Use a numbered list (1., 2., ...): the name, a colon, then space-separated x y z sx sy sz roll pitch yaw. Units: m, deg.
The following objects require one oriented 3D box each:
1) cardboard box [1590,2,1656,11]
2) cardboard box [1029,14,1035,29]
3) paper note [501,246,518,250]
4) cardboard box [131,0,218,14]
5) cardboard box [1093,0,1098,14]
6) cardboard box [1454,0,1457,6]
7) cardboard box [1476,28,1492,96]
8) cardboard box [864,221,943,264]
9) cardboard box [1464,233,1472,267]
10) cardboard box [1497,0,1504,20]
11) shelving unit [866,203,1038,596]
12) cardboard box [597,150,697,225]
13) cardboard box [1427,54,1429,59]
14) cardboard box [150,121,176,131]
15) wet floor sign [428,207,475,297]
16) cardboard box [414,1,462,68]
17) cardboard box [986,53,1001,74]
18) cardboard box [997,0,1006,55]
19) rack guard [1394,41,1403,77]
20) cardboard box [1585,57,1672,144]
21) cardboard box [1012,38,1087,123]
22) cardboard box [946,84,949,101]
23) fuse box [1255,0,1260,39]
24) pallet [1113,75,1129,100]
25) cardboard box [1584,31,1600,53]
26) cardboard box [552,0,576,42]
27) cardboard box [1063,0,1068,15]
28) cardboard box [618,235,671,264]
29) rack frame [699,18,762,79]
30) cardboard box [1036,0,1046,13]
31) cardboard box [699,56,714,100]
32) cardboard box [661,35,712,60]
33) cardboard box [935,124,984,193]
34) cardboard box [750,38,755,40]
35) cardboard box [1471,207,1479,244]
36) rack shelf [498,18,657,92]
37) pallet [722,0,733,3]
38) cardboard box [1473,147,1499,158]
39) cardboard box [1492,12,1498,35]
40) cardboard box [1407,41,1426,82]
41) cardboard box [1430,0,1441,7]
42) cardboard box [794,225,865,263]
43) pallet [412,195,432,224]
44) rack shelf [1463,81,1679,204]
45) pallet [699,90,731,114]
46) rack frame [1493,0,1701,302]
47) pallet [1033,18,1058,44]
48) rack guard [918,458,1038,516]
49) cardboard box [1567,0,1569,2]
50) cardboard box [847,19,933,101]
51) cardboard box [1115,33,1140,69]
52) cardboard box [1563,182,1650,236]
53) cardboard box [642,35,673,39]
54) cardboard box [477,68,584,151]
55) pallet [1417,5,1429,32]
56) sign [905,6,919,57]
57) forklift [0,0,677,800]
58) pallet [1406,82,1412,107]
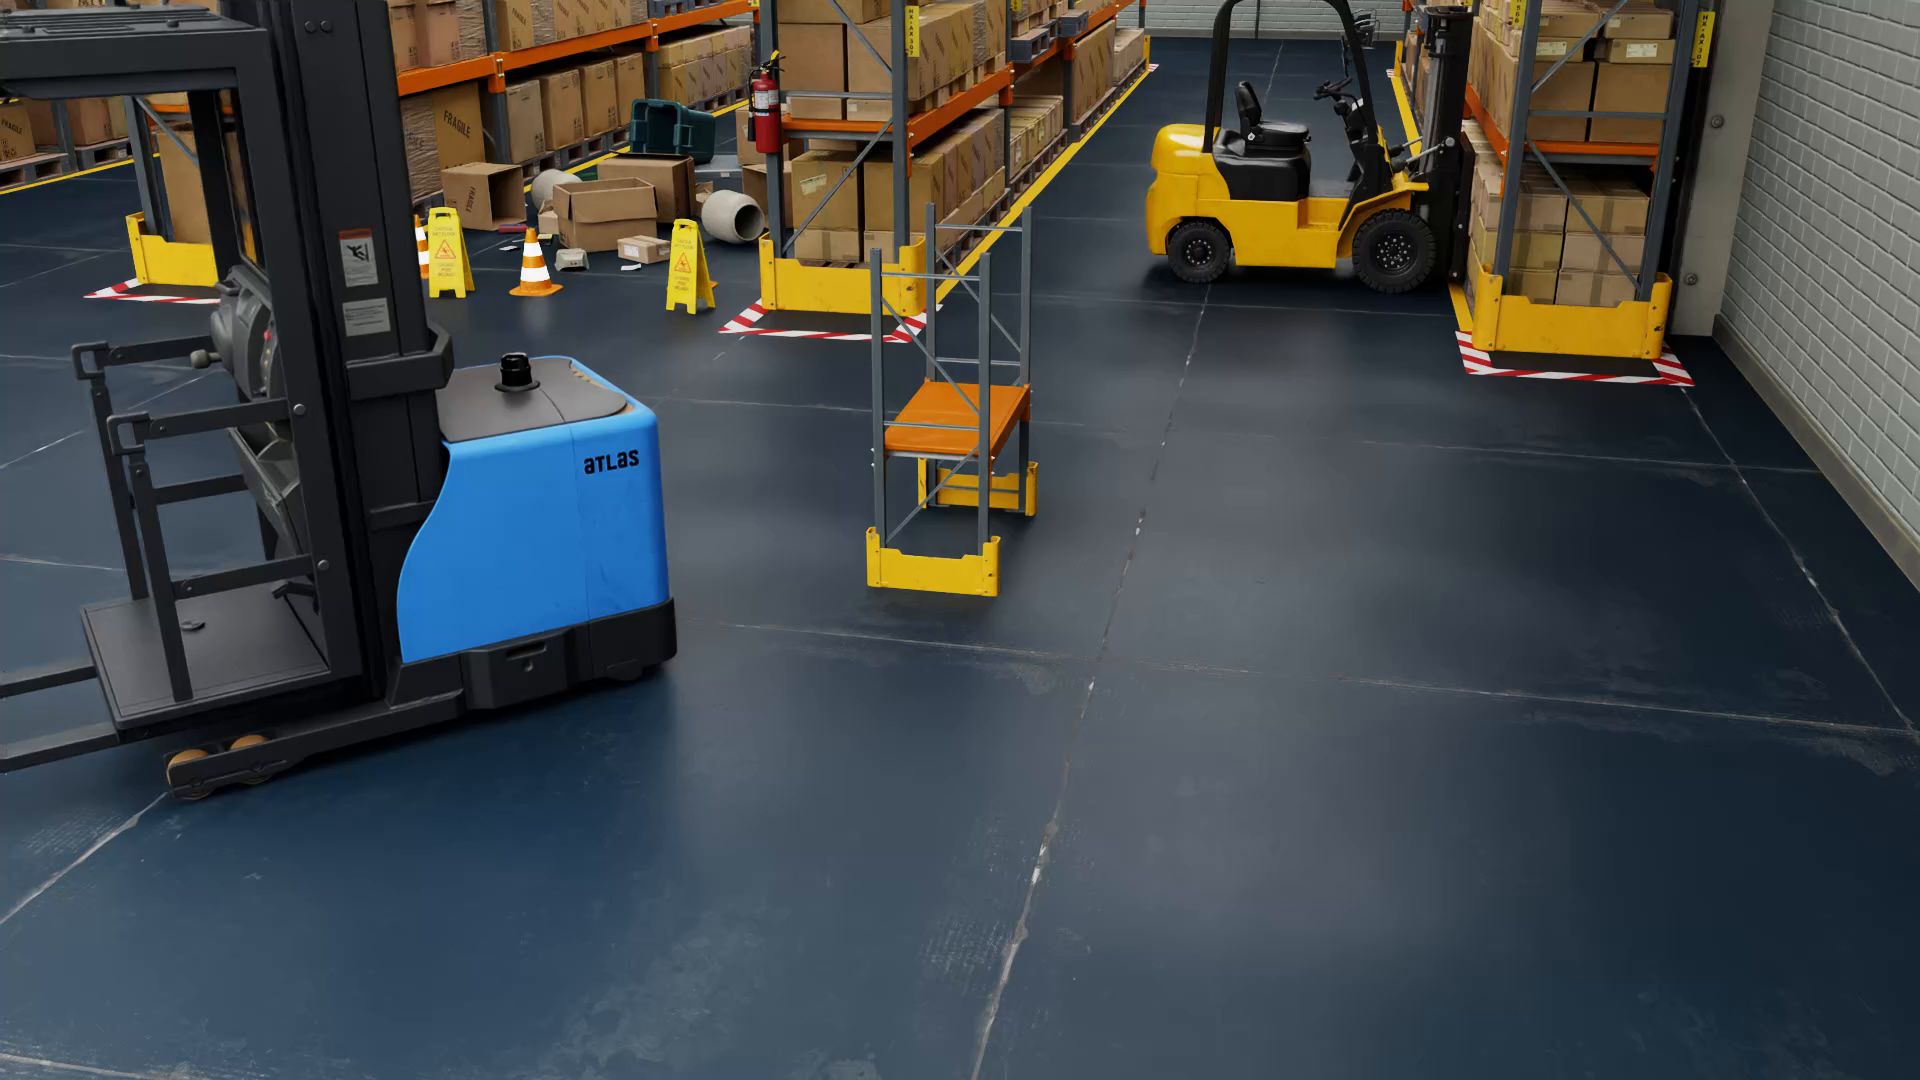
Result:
1. cardboard box: 4.475 -3.545 11.240 0.380 0.149 0.250 5 22 11
2. cardboard box: 0.520 -5.060 16.177 0.380 0.149 0.250 5 22 12
3. paper note: -3.748 -2.441 13.877 0.144 0.017 0.142 13 25 29
4. cardboard box: -5.607 -4.094 12.357 0.875 0.550 0.550 4 22 11
5. cardboard box: 1.421 -6.627 20.495 0.500 0.250 0.500 4 22 11
6. cardboard box: 5.001 -5.056 15.923 0.500 0.250 0.500 5 22 12
7. cardboard box: 4.283 -3.663 12.800 0.500 0.500 0.500 4 22 10
8. cardboard box: -0.419 -2.243 12.527 0.500 0.250 0.500 4 22 10
9. cardboard box: 4.014 -2.152 12.300 0.500 0.250 0.500 5 22 11
10. cardboard box: 4.034 -3.780 11.823 0.380 0.149 0.250 5 22 12
11. shelving unit: -0.016 -0.668 7.504 0.587 1.500 1.083 4 22 11
12. cardboard box: -2.792 -3.133 14.778 0.797 0.637 0.503 4 22 11
13. cardboard box: 6.140 -6.180 21.098 0.380 0.149 0.250 4 22 9
14. cardboard box: -9.364 -4.914 18.796 0.700 0.500 0.500 3 22 6
15. wet floor sign: -3.789 -2.137 12.296 0.267 0.644 0.232 1 22 2
16. cardboard box: -5.059 -4.584 15.020 0.875 0.550 0.550 4 22 11
17. cardboard box: 0.150 -4.164 14.514 0.380 0.149 0.250 5 22 12
18. cardboard box: 0.114 -4.516 14.519 0.500 0.500 0.500 4 22 10
19. rack guard: 7.255 -7.337 25.403 1.175 0.500 0.348 4 22 11
20. cardboard box: 4.378 -2.879 10.854 0.500 0.500 0.500 5 23 13
21. cardboard box: 1.000 -5.431 19.606 0.875 0.875 0.875 4 22 10
22. cardboard box: -0.295 -3.413 12.648 0.380 0.149 0.250 5 22 12
23. fuse box: 5.565 -10.154 30.776 0.539 1.711 0.414 4 22 11
24. pallet: 1.826 -6.417 23.505 1.003 0.211 1.213 4 22 11
25. cardboard box: 4.375 -3.312 11.060 0.380 0.149 0.250 4 22 10
26. cardboard box: -4.327 -5.439 17.209 0.500 0.500 0.500 4 22 11
27. cardboard box: 0.950 -5.717 17.808 0.380 0.149 0.250 4 22 10
28. cardboard box: -2.565 -2.361 13.516 0.380 0.149 0.250 18 28 38
29. rack frame: -3.273 -7.779 23.154 1.000 3.000 0.127 4 22 11
30. cardboard box: 0.554 -5.405 16.164 0.500 0.500 0.500 4 22 11
31. cardboard box: -3.495 -5.963 21.428 0.500 0.500 0.500 4 22 10
32. cardboard box: -3.494 -6.299 21.258 0.500 0.250 0.500 5 22 11
33. cardboard box: -0.101 -3.170 13.825 0.500 0.500 0.500 6 23 14
34. cardboard box: -2.882 -7.230 24.248 0.380 0.149 0.250 4 22 10
35. cardboard box: 3.912 -2.209 11.772 0.500 0.250 0.500 4 22 10
36. rack shelf: -4.497 -5.251 17.840 1.077 0.370 4.000 4 22 11
37. pallet: -3.571 -7.422 22.523 1.003 0.211 1.213 4 22 11
38. cardboard box: 4.096 -2.806 12.585 0.500 0.250 0.500 4 22 10
39. cardboard box: 4.164 -3.823 12.328 0.380 0.149 0.250 4 22 10
40. cardboard box: 6.628 -6.654 23.144 0.700 0.500 0.500 4 22 9
41. cardboard box: 5.396 -5.947 18.378 0.380 0.149 0.250 5 22 12
42. cardboard box: -0.948 -2.294 12.654 0.500 0.250 0.500 4 22 11
43. pallet: -5.383 -2.840 14.623 1.003 0.211 1.213 4 22 11
44. rack shelf: 4.413 -3.071 12.426 1.077 0.370 4.000 4 22 11
45. pallet: -3.677 -5.753 21.856 1.003 0.211 1.213 4 22 11
46. rack frame: 4.005 -2.673 10.476 1.000 3.000 0.127 4 22 11
47. pallet: 0.414 -5.160 16.907 1.003 0.211 1.213 4 22 11
48. rack guard: 0.086 -0.270 8.190 0.587 0.250 0.087 4 22 11
49. cardboard box: 4.920 -4.295 13.102 0.380 0.149 0.250 4 22 10
50. cardboard box: -0.486 -3.387 11.715 0.500 0.500 0.500 4 22 10
51. cardboard box: 2.195 -7.324 24.890 0.875 0.438 0.875 5 22 12
52. cardboard box: 4.289 -2.218 11.125 0.500 0.250 0.500 4 22 10
53. cardboard box: -3.994 -6.340 21.360 0.500 0.250 0.500 5 22 12
54. cardboard box: -4.666 -4.591 17.687 1.050 0.750 0.750 4 22 11
55. pallet: 5.707 -5.763 18.405 1.213 0.211 1.003 4 22 11
56. sign: -0.323 -3.410 11.147 0.100 0.325 0.005 4 22 11
57. forklift: -2.637 -0.701 5.670 3.031 2.935 1.130 -13 25 -30
58. pallet: 6.595 -6.019 22.517 1.003 0.211 1.213 4 22 11
